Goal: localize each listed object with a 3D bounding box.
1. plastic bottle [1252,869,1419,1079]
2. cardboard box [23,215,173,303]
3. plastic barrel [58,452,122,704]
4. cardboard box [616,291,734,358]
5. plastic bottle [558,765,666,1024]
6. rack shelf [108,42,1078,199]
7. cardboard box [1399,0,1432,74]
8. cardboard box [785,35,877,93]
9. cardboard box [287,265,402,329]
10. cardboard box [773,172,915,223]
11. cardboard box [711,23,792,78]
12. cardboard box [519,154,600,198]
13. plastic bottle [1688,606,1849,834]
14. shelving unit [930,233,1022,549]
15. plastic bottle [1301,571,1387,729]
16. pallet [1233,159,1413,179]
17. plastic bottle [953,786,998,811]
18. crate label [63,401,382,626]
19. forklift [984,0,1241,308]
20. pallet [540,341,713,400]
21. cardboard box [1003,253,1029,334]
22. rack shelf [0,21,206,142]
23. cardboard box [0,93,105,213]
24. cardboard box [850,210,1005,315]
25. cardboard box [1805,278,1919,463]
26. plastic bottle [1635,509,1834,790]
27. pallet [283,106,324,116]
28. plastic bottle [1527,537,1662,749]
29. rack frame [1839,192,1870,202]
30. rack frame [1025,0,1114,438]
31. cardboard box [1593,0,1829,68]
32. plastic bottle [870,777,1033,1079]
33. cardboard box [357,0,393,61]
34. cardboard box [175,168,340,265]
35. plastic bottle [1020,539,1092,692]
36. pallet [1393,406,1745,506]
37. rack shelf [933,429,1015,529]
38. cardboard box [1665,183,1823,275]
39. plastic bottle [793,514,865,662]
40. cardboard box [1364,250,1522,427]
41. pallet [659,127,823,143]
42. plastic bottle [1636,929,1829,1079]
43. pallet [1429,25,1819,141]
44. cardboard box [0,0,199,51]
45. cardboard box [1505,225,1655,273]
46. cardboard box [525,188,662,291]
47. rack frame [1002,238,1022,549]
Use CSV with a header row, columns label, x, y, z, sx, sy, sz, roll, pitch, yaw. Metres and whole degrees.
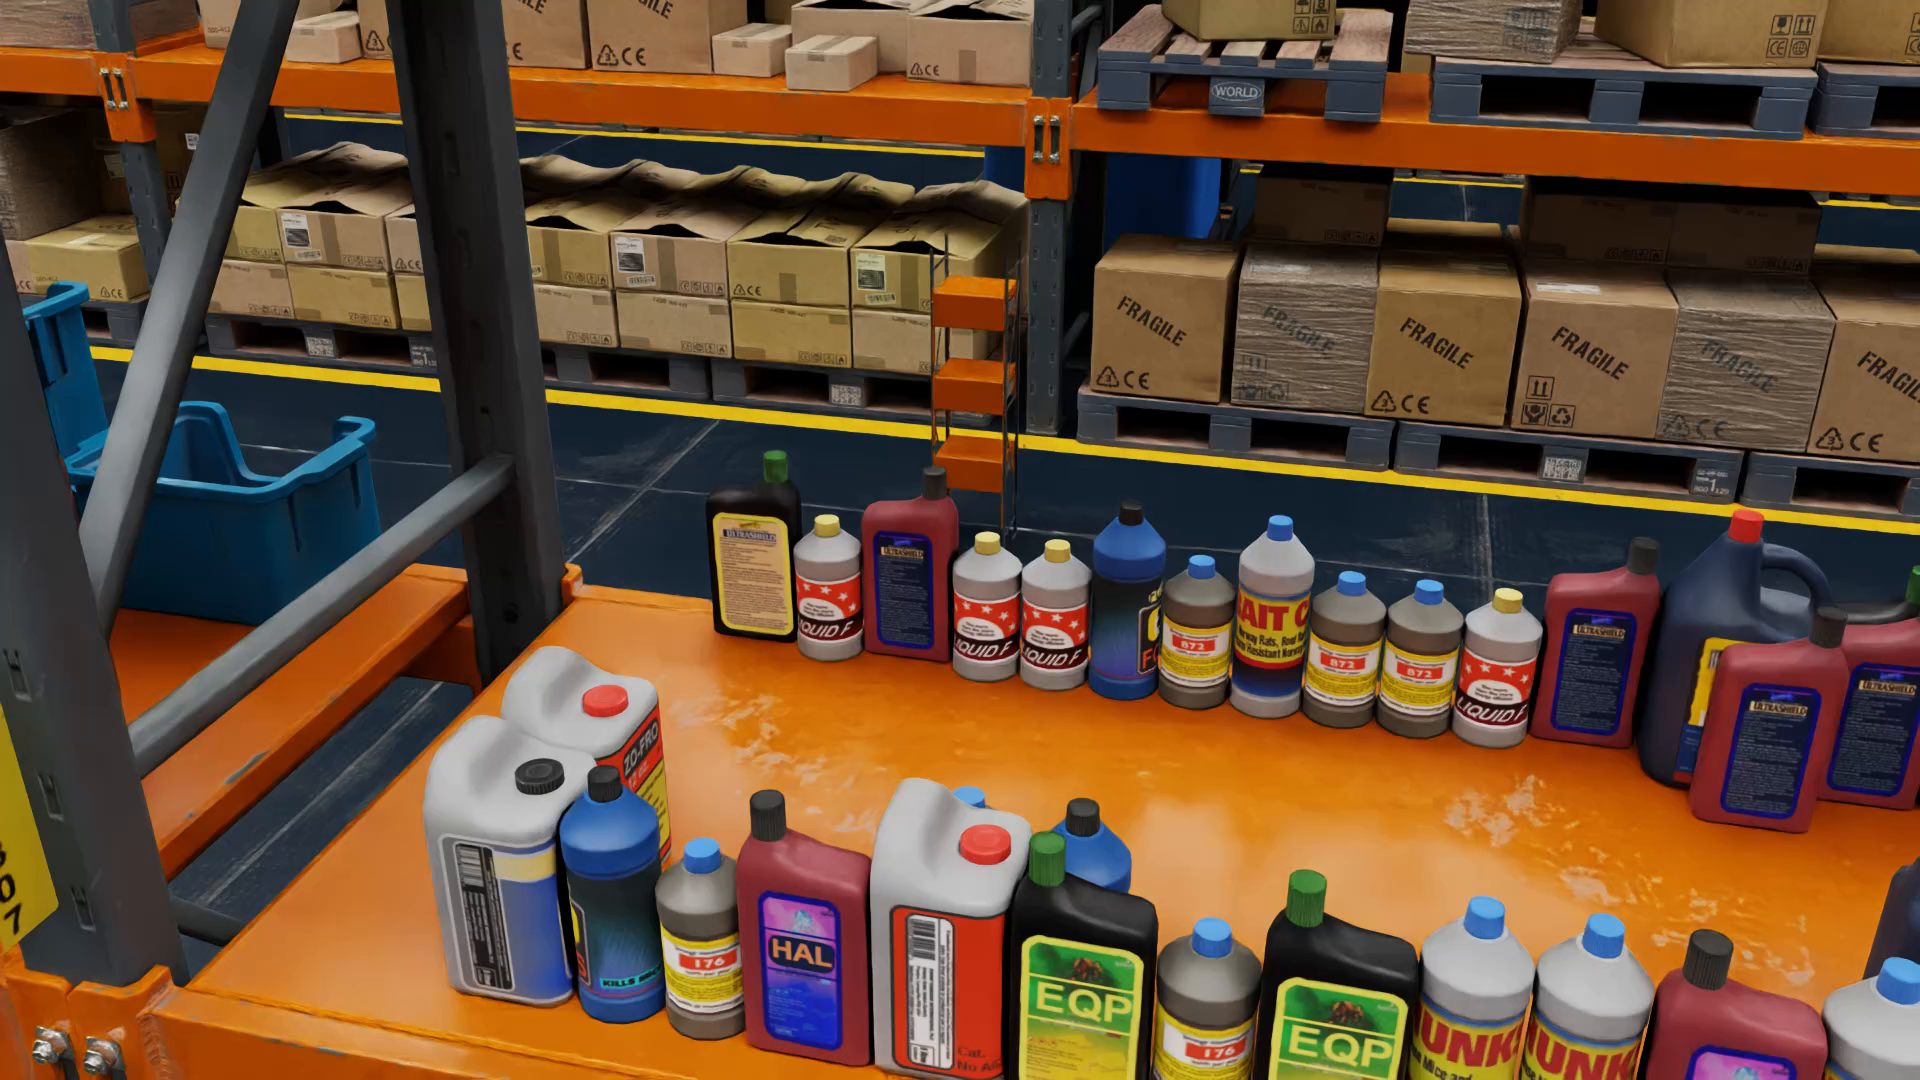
label,x,y,z,sx,sy,sz,roll,pitch,yaw
plastic bottle,0.338,0.428,1.498,0.133,0.283,0.061,6,26,13
cardboard box,-3.931,-1.310,7.723,0.500,0.250,0.500,6,26,13
plastic barrel,-1.316,0.102,1.889,0.708,0.536,0.600,6,26,13
cardboard box,-1.110,-0.987,7.043,0.500,0.250,0.500,7,26,14
plastic bottle,-0.347,0.349,1.676,0.097,0.271,0.097,0,25,0
rack shelf,-1.491,-1.864,7.013,4.000,0.370,1.077,6,26,13
cardboard box,3.203,-3.027,10.631,0.750,0.750,0.750,6,26,13
cardboard box,-0.494,-1.843,6.424,0.250,0.149,0.380,6,26,13
cardboard box,-2.604,-1.150,7.386,0.500,0.250,0.500,7,26,14
cardboard box,-0.499,-1.407,7.275,0.500,0.311,0.500,6,26,12
cardboard box,-0.803,-1.975,6.701,0.250,0.149,0.380,8,27,17
cardboard box,-1.976,-1.573,7.623,0.500,0.311,0.500,6,26,13
plastic bottle,0.957,0.207,1.961,0.133,0.283,0.061,6,26,13
shelving unit,0.052,-0.468,5.512,0.252,1.050,0.215,6,26,13
plastic bottle,0.509,0.139,2.200,0.097,0.201,0.097,0,25,0
pallet,2.421,-2.663,11.098,1.213,0.211,1.003,6,26,13
plastic bottle,0.009,0.353,1.750,0.097,0.201,0.097,0,25,0
crate label,-1.106,-0.039,2.537,0.416,0.233,0.303,6,26,13
forklift,0.947,-2.988,8.616,1.130,2.935,3.031,6,26,12
pallet,-1.519,-0.952,7.504,1.213,0.211,1.003,6,26,13
cardboard box,0.012,-1.102,7.284,0.500,0.250,0.500,6,26,13
rack shelf,-5.365,-2.293,7.913,4.000,0.370,1.077,6,26,13
cardboard box,-4.285,-1.920,8.132,0.500,0.500,0.500,6,26,13
cardboard box,-0.122,-1.130,6.692,0.500,0.311,0.500,7,26,14
cardboard box,3.294,-0.607,5.931,0.500,0.500,0.500,6,26,13
plastic bottle,0.958,0.131,2.042,0.185,0.351,0.144,6,26,13
pallet,-5.220,-3.525,12.909,1.213,0.211,1.003,6,26,13
plastic bottle,0.814,0.127,2.129,0.133,0.283,0.061,6,26,13
rack frame,5.550,-3.610,9.842,0.127,3.000,1.000,6,26,13
rack frame,0.446,-1.975,6.409,0.127,3.000,1.000,6,26,13
cardboard box,2.594,-1.945,5.741,0.500,0.500,0.700,0,25,0
plastic bottle,-0.004,0.373,1.621,0.135,0.276,0.152,6,26,13
cardboard box,-2.178,-2.303,6.982,0.500,0.500,0.500,8,27,17
cardboard box,-3.089,-1.457,7.378,0.500,0.311,0.500,6,26,13
plastic bottle,0.132,0.097,2.288,0.097,0.201,0.097,0,25,0
pallet,2.338,-0.489,6.531,1.213,0.211,1.003,6,26,13
rack shelf,0.052,-0.208,5.636,0.240,0.259,0.215,6,26,13
cardboard box,2.944,-1.216,6.338,0.500,0.250,0.500,6,26,13
plastic bottle,-0.186,0.062,2.361,0.097,0.201,0.097,0,25,0
cardboard box,1.809,-0.768,6.270,0.500,0.500,0.500,6,26,12
pallet,-1.443,-3.124,12.067,1.213,0.211,1.003,6,26,13
plastic bottle,0.655,0.463,1.424,0.133,0.283,0.061,6,26,13
pallet,2.331,-1.682,6.017,1.213,0.211,1.003,6,26,13
cardboard box,-3.859,-2.493,7.381,0.500,0.500,0.700,6,26,12
cardboard box,2.421,-0.934,6.618,0.500,0.500,0.500,5,26,11
cardboard box,-1.600,-1.293,7.033,0.500,0.311,0.500,7,26,14
rack frame,0.170,-0.455,5.485,0.008,1.050,0.200,6,26,13
